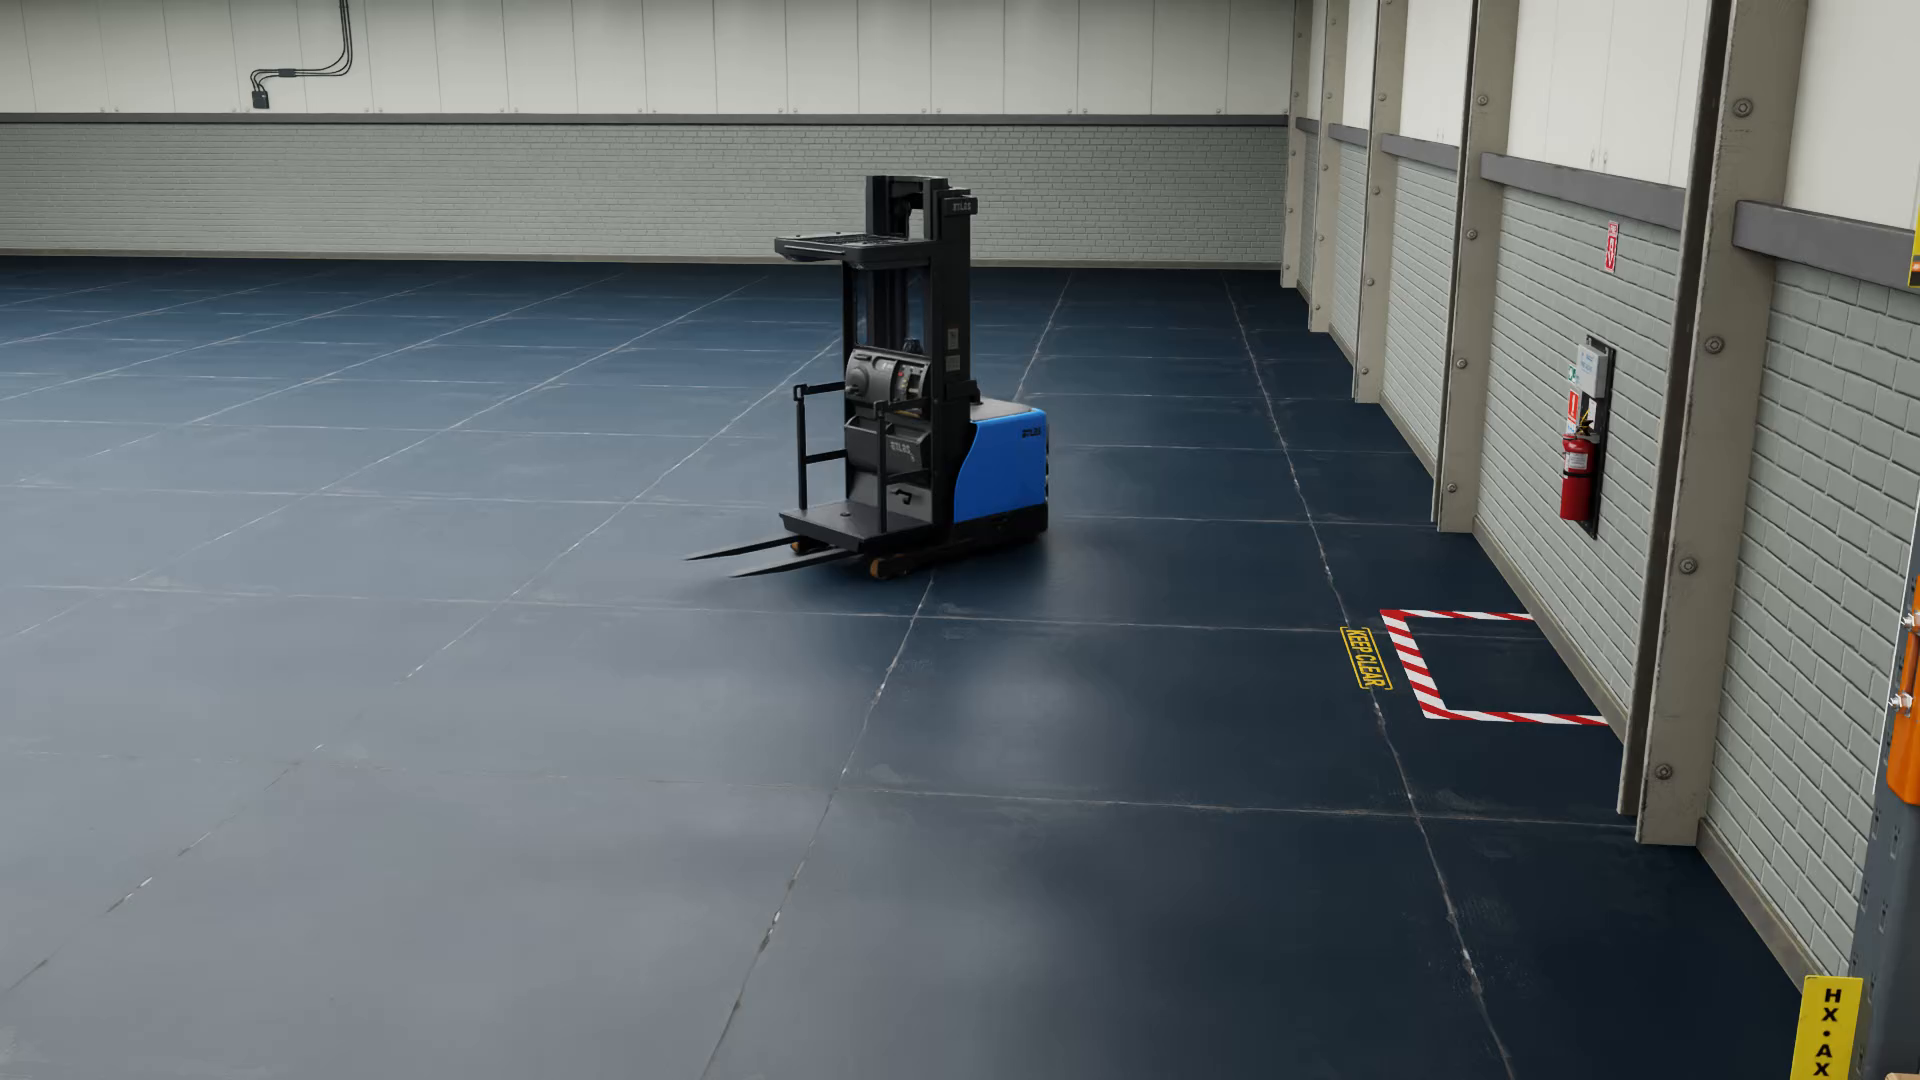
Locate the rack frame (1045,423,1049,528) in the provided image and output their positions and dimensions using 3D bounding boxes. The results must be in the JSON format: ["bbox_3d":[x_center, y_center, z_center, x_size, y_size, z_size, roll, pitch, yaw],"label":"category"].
[{"bbox_3d":[0.658,-0.561,14.014,0.006,0.900,0.240,-13,20,-40],"label":"rack frame"}]

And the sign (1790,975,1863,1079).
[{"bbox_3d":[1.505,0.908,2.898,0.100,0.325,0.005,2,15,6],"label":"sign"}]

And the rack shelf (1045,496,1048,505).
[{"bbox_3d":[0.582,-0.338,14.004,0.200,0.077,0.258,-13,20,-40],"label":"rack shelf"}]

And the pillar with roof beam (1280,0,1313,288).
[{"bbox_3d":[1.933,-9.254,30.647,9.100,9.000,0.400,2,15,6],"label":"pillar with roof beam"}]

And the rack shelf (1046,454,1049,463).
[{"bbox_3d":[0.582,-0.685,13.910,0.200,0.077,0.258,-13,20,-40],"label":"rack shelf"}]

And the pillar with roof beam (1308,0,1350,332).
[{"bbox_3d":[1.256,-7.698,24.892,9.100,9.000,0.400,2,15,6],"label":"pillar with roof beam"}]

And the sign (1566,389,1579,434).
[{"bbox_3d":[3.984,-0.804,10.822,0.001,0.329,0.234,2,15,6],"label":"sign"}]

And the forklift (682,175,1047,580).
[{"bbox_3d":[-0.719,-1.267,12.733,3.031,2.935,1.130,-13,20,-40],"label":"forklift"}]

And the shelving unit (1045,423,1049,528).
[{"bbox_3d":[0.582,-0.544,13.949,0.210,0.900,0.258,-13,20,-40],"label":"shelving unit"}]

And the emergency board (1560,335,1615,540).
[{"bbox_3d":[3.819,-0.647,10.308,0.194,1.169,0.643,2,15,6],"label":"emergency board"}]

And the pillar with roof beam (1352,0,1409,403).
[{"bbox_3d":[0.579,-6.142,19.137,9.100,9.000,0.400,2,15,6],"label":"pillar with roof beam"}]

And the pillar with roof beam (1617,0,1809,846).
[{"bbox_3d":[-0.775,-3.030,7.627,9.100,9.000,0.400,2,15,6],"label":"pillar with roof beam"}]

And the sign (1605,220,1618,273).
[{"bbox_3d":[3.919,-1.765,10.002,0.001,0.298,0.199,2,15,6],"label":"sign"}]

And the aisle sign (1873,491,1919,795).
[{"bbox_3d":[1.755,0.060,2.715,0.394,0.787,0.004,2,15,6],"label":"aisle sign"}]

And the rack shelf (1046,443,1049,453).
[{"bbox_3d":[0.582,-0.772,13.887,0.200,0.077,0.258,-13,20,-40],"label":"rack shelf"}]

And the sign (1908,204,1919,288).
[{"bbox_3d":[1.505,-0.544,2.506,0.100,0.325,0.005,2,15,6],"label":"sign"}]

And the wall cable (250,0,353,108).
[{"bbox_3d":[-14.011,-12.139,34.798,2.305,6.003,0.169,2,15,6],"label":"wall cable"}]

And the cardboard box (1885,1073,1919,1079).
[{"bbox_3d":[1.692,1.158,2.446,0.500,0.500,0.500,2,15,6],"label":"cardboard box"}]

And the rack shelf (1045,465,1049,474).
[{"bbox_3d":[0.582,-0.598,13.934,0.200,0.077,0.258,-13,20,-40],"label":"rack shelf"}]

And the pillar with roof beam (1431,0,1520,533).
[{"bbox_3d":[-0.098,-4.586,13.382,9.100,9.000,0.400,2,15,6],"label":"pillar with roof beam"}]

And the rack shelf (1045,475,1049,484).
[{"bbox_3d":[0.582,-0.511,13.957,0.200,0.077,0.258,-13,20,-40],"label":"rack shelf"}]

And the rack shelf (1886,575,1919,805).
[{"bbox_3d":[1.819,0.760,0.736,1.077,0.370,4.000,2,15,6],"label":"rack shelf"}]

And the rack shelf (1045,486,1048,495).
[{"bbox_3d":[0.582,-0.425,13.981,0.200,0.077,0.258,-13,20,-40],"label":"rack shelf"}]

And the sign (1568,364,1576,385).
[{"bbox_3d":[3.974,-1.059,10.750,0.001,0.109,0.331,2,15,6],"label":"sign"}]
